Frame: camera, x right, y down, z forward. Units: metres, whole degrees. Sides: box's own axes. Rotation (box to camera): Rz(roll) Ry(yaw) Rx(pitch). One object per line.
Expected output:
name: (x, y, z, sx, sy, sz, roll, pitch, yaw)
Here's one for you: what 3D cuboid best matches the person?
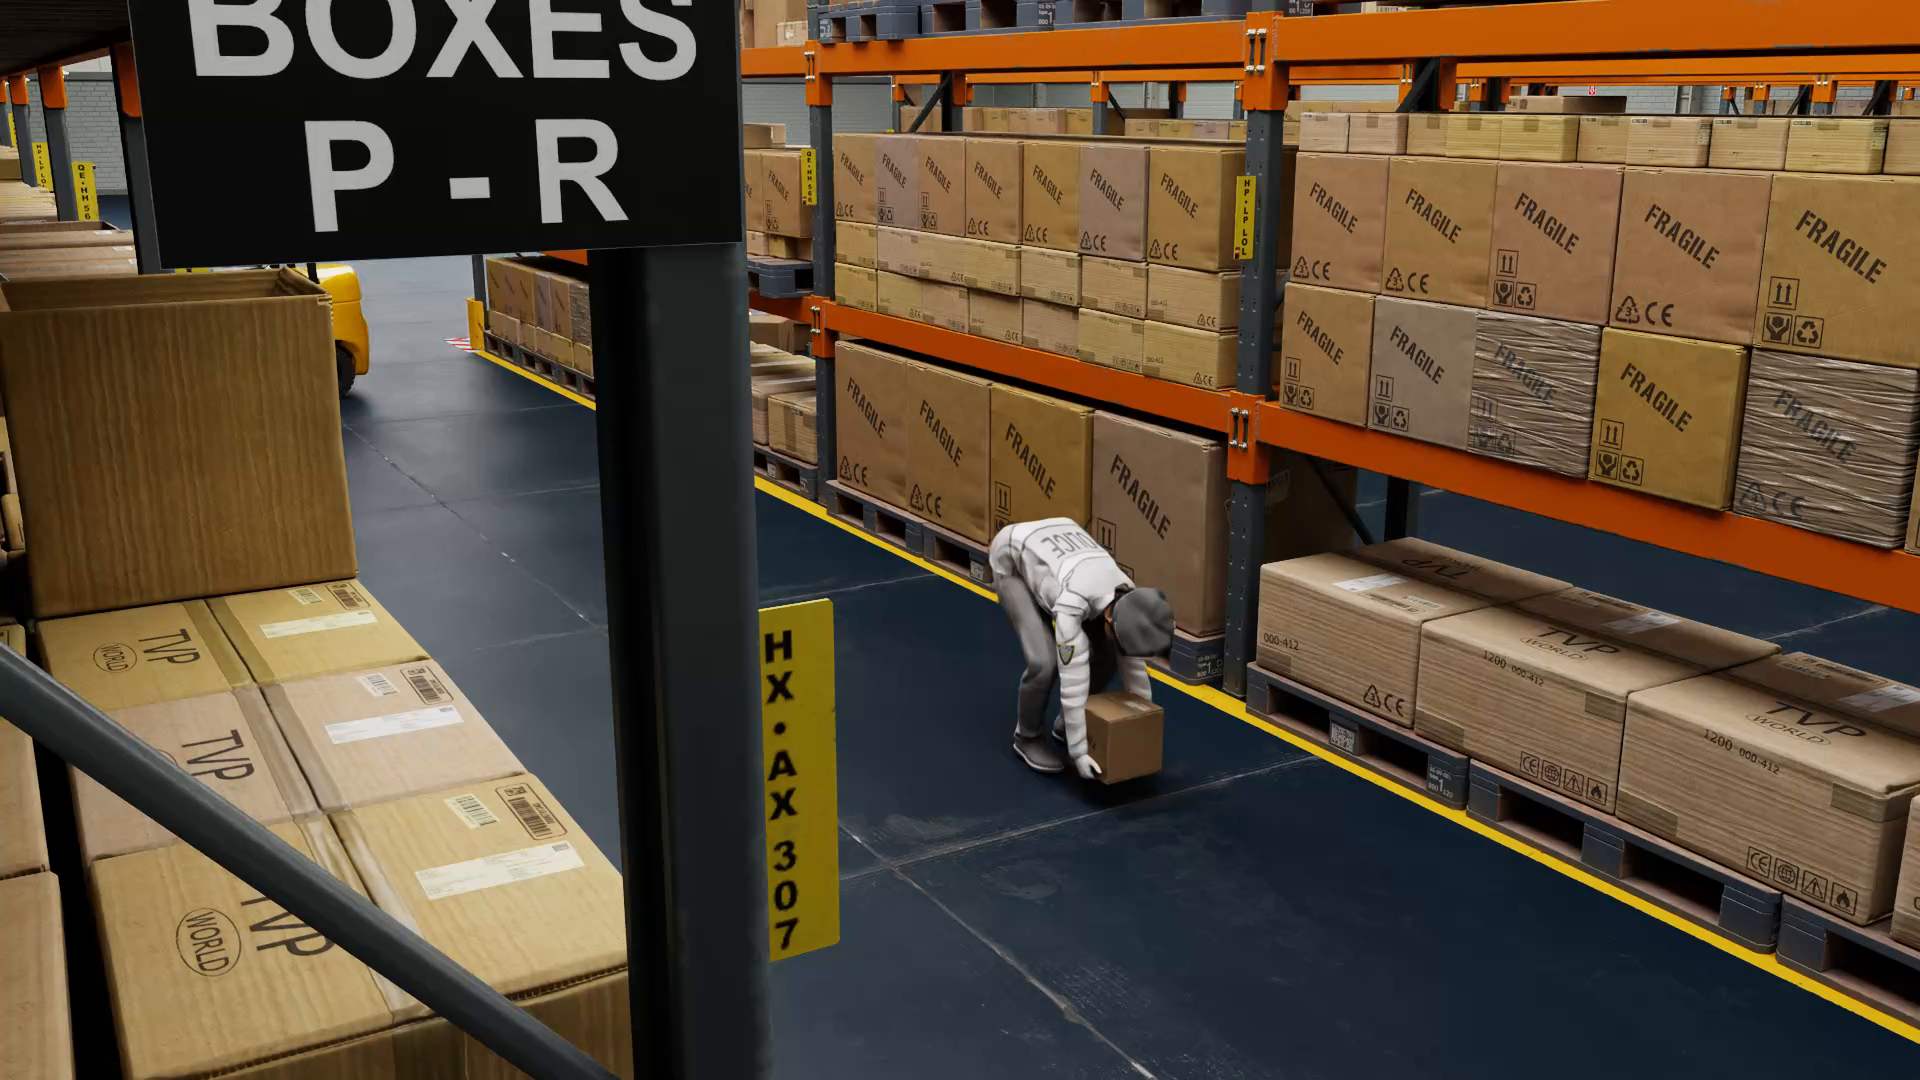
person: (0.470, 0.447, 6.317, 0.445, 0.904, 0.876, -10, 18, -32)
